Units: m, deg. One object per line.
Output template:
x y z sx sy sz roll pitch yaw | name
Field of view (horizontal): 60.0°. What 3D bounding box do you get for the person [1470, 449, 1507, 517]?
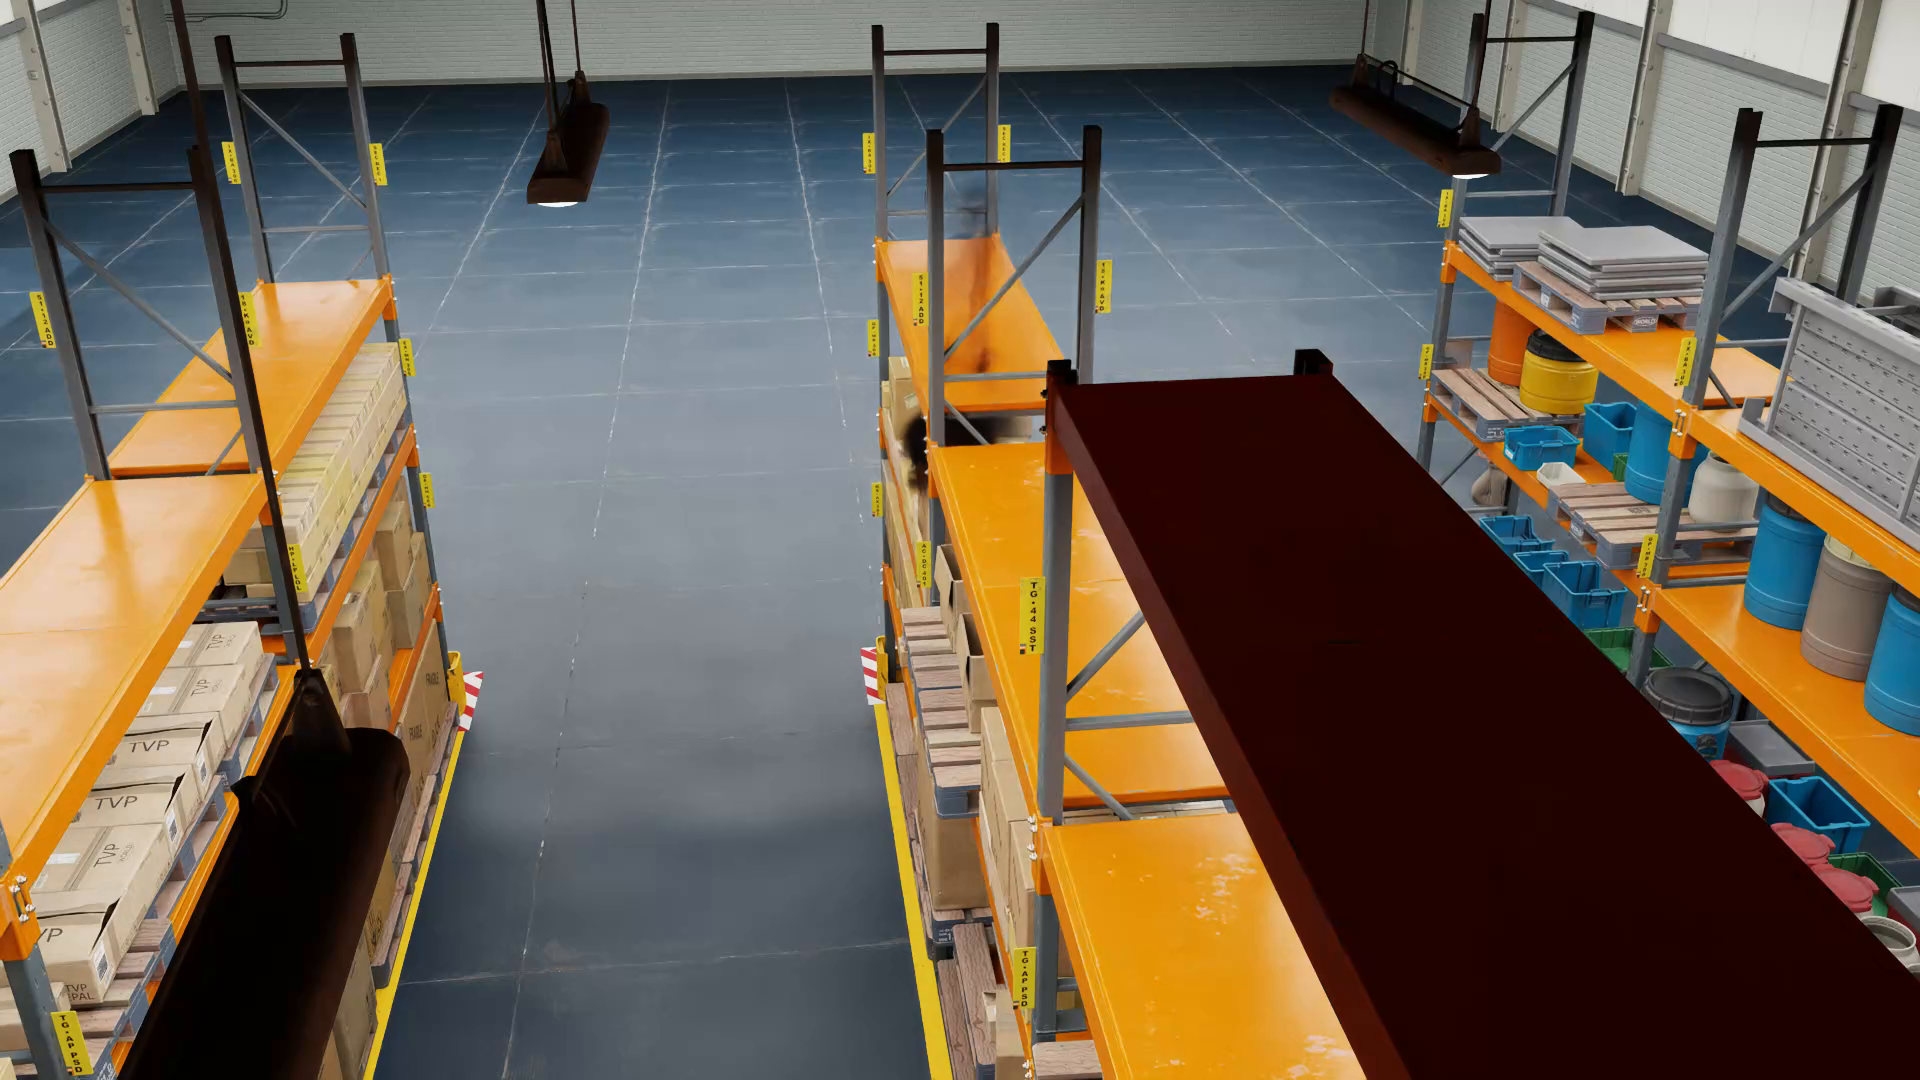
5.851 -0.721 18.037 0.658 1.708 0.647 7 26 14 | person
